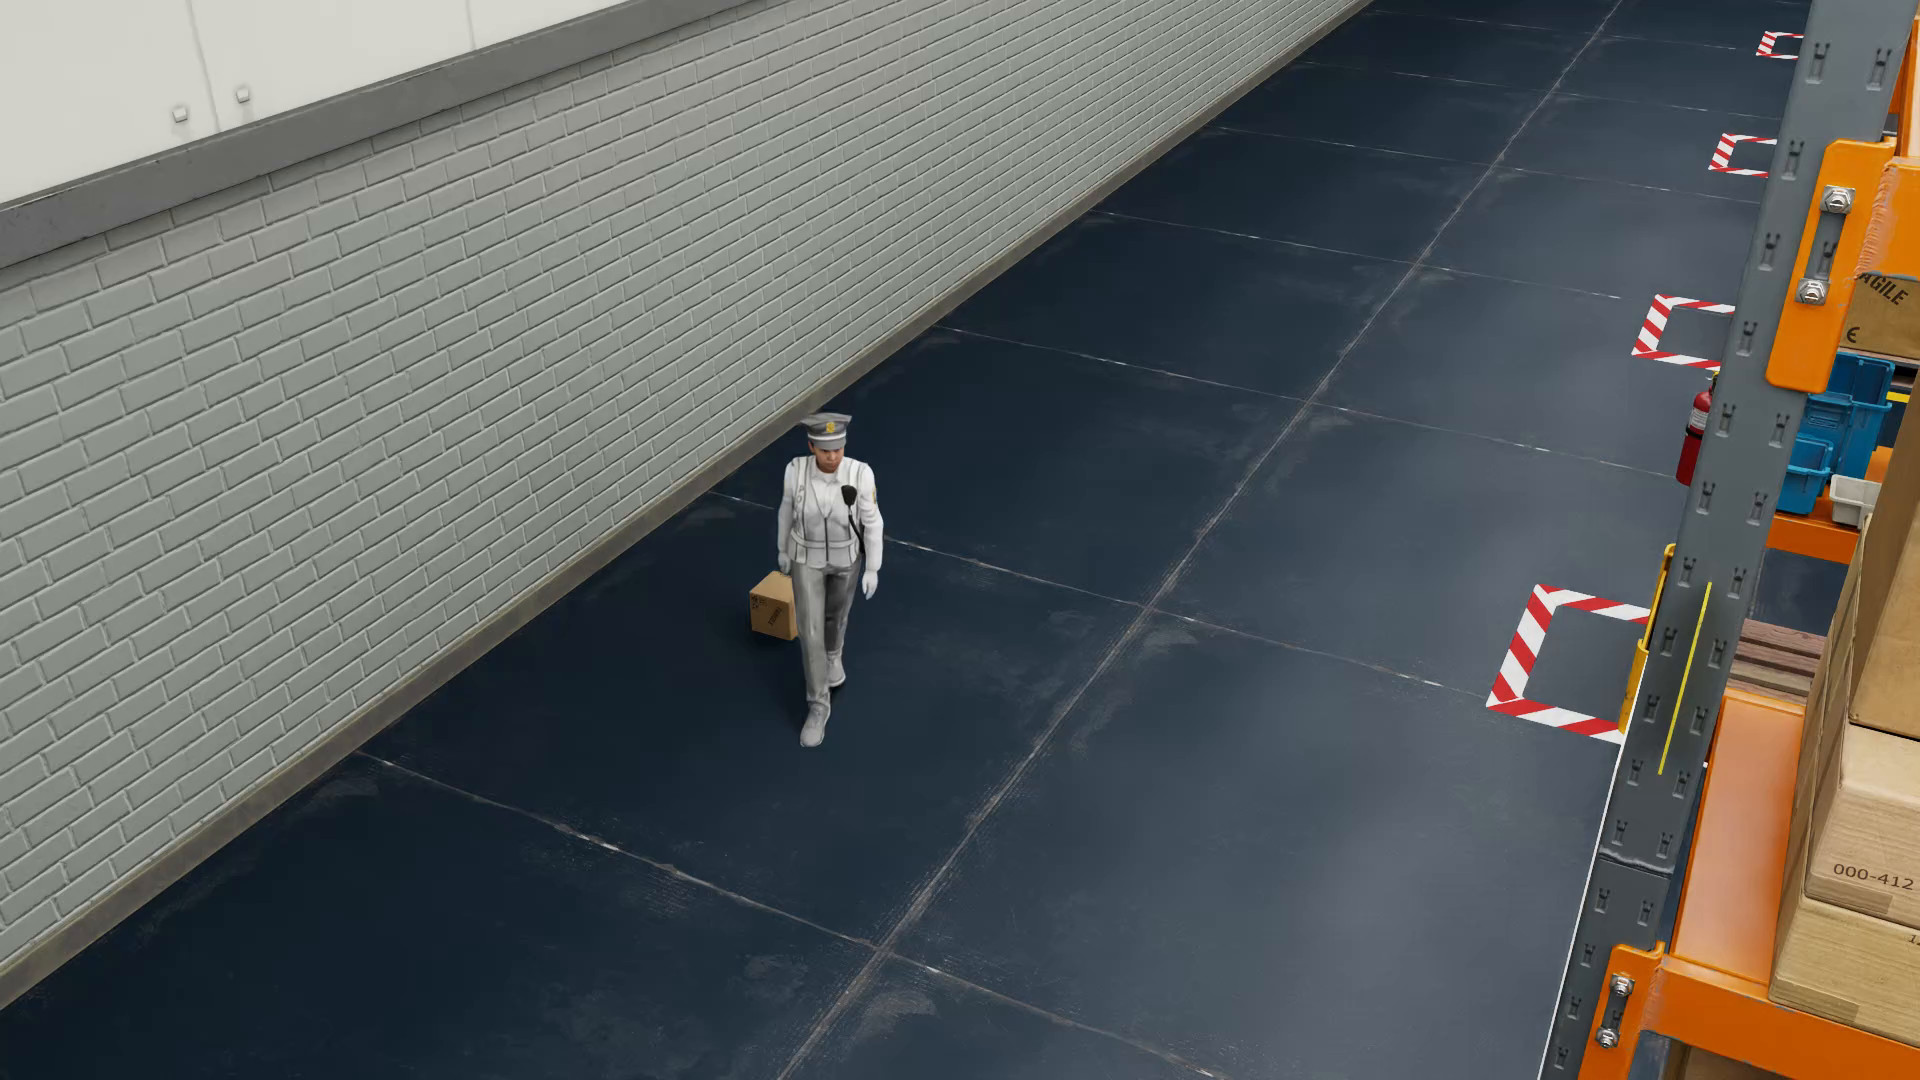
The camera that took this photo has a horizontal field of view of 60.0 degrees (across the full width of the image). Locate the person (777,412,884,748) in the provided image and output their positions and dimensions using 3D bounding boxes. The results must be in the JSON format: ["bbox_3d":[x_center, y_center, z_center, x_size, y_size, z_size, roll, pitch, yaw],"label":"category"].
[{"bbox_3d":[-0.623,0.118,8.084,0.508,1.695,0.715,-5,31,-8],"label":"person"}]
